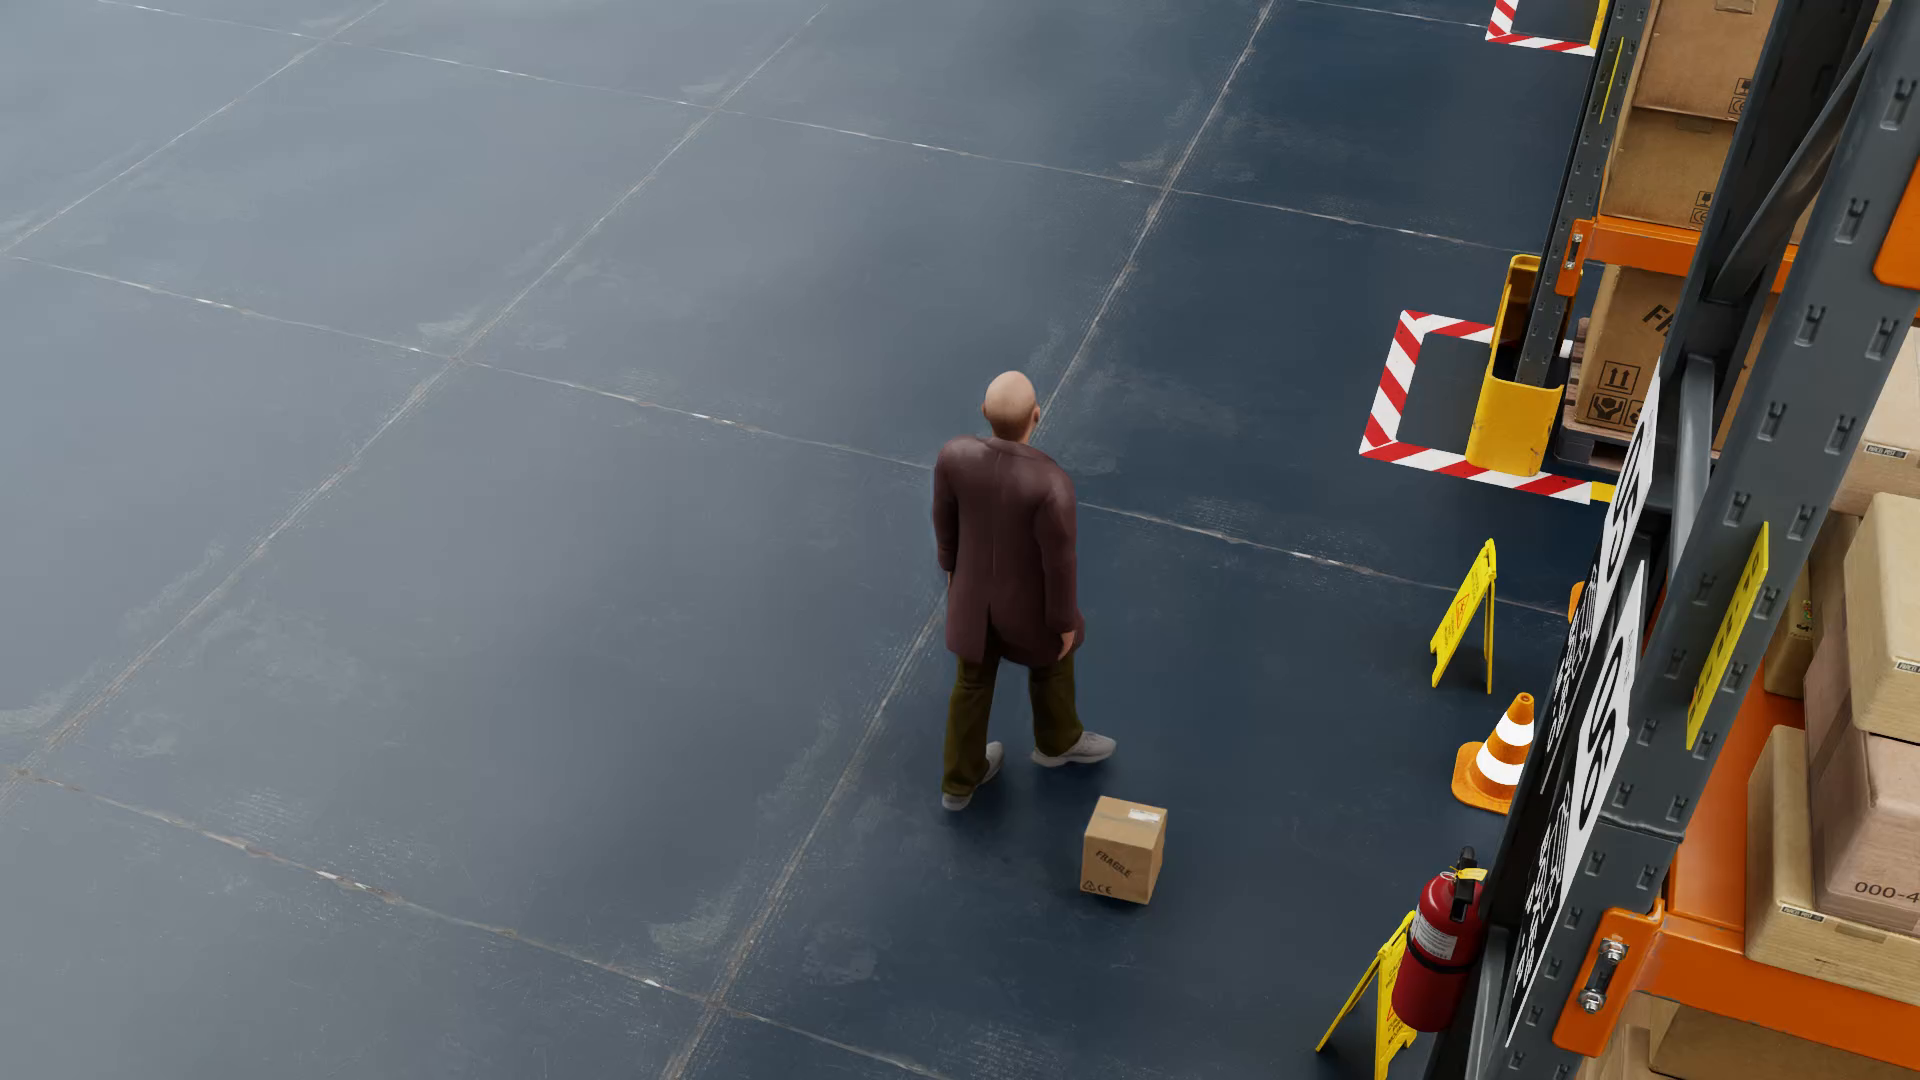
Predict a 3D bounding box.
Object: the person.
[{"bbox_3d":[0.178,0.230,5.923,0.672,1.820,0.676,20,45,22],"label":"person"}]
